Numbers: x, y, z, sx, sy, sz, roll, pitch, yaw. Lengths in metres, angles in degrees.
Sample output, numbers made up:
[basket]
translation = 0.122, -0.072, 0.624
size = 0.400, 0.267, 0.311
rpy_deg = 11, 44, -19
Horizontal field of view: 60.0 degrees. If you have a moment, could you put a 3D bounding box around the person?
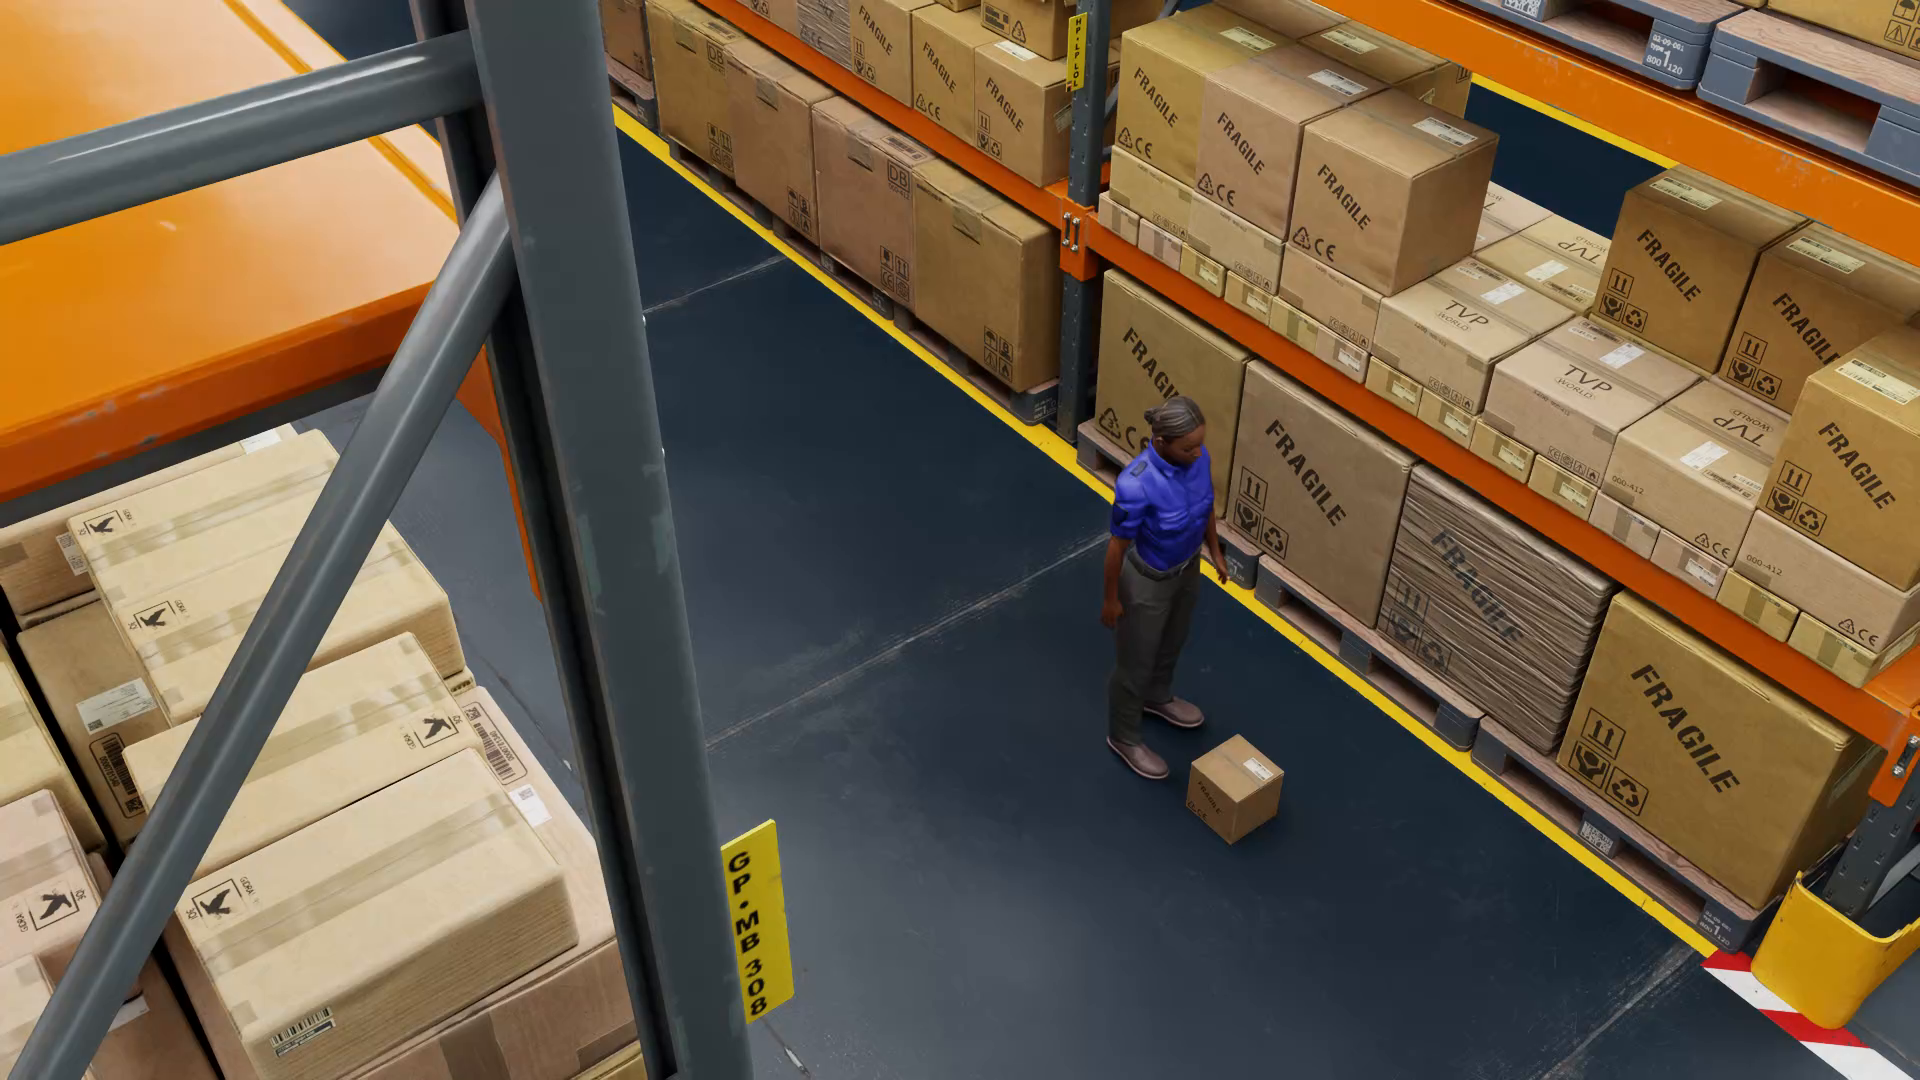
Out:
[person]
translation = 0.792, 0.152, 6.219
size = 0.370, 1.674, 0.542
rpy_deg = 32, 50, 32
